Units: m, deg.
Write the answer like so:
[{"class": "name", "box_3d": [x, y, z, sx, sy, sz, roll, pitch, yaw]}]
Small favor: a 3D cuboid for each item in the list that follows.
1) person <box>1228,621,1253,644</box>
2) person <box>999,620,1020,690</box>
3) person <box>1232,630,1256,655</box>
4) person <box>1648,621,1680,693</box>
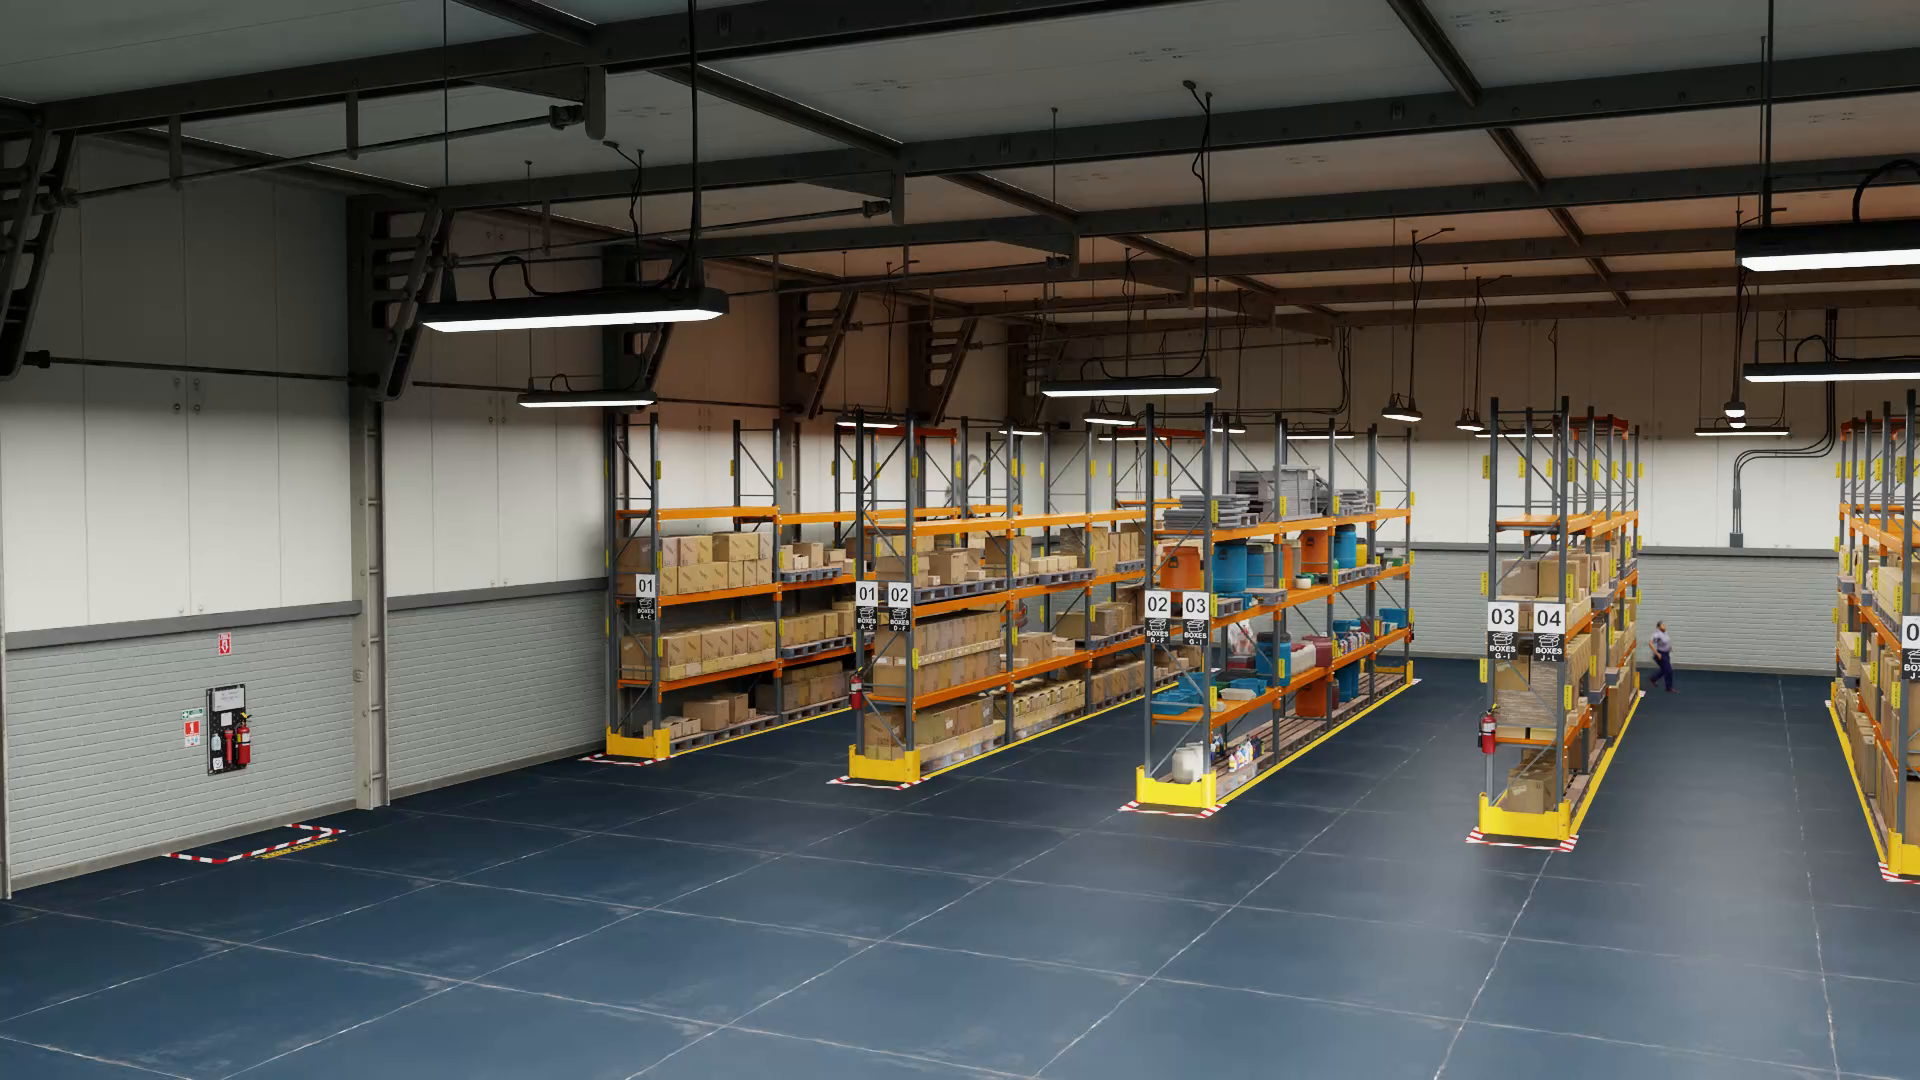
[{"class": "person", "box_3d": [6.657, 2.505, 39.723, 0.623, 1.664, 0.538, 1, 2, 14]}, {"class": "person", "box_3d": [1.105, 2.620, 36.401, 0.632, 1.777, 0.812, 1, 3, 29]}, {"class": "person", "box_3d": [5.979, 2.704, 34.766, 0.654, 1.719, 0.796, 1, 3, 26]}, {"class": "person", "box_3d": [15.786, 2.626, 37.500, 0.703, 1.625, 0.778, -2, 3, -40]}]
